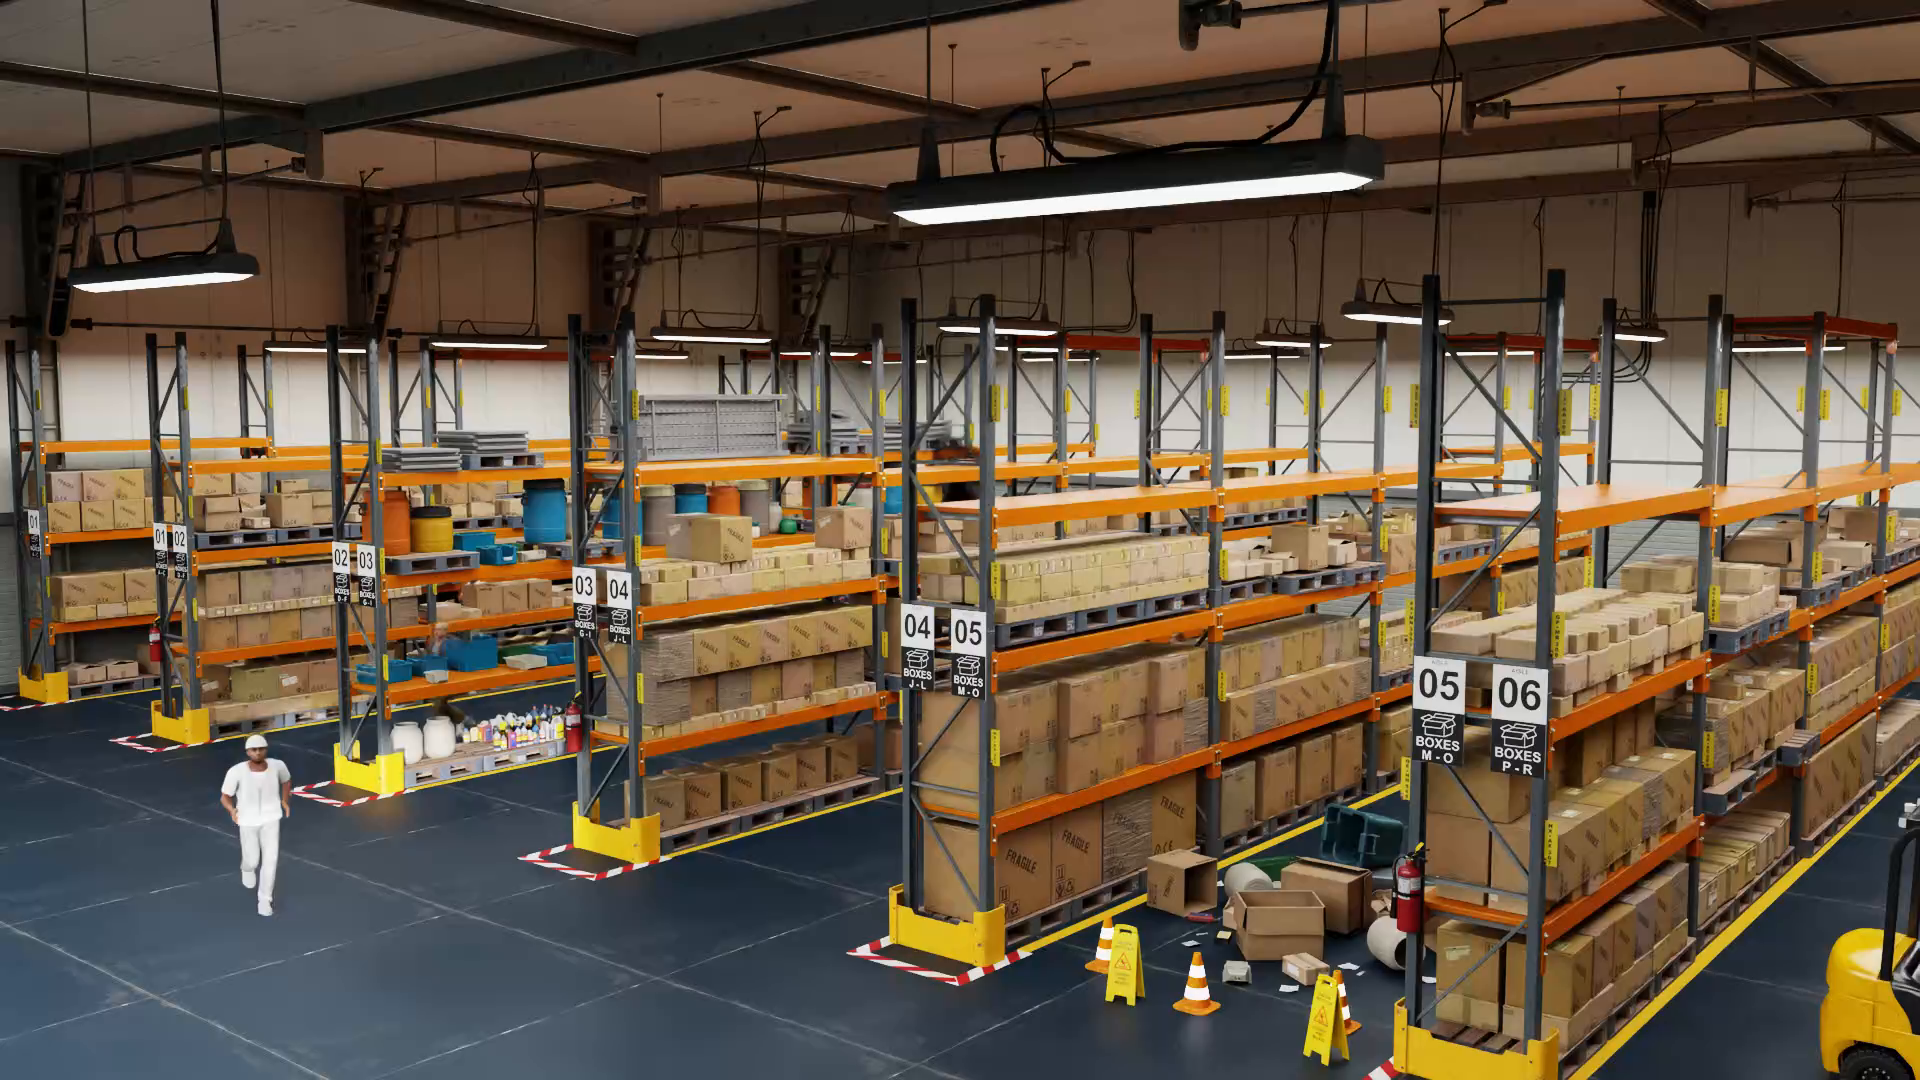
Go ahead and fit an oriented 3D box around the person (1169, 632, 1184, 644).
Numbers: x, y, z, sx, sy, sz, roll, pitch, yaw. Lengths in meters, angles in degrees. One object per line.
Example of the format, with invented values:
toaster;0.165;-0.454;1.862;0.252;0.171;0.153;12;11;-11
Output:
person;2.924;2.029;22.860;0.519;1.594;0.621;3;6;31

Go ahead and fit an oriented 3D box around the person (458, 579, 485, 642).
person;-9.232;1.430;31.673;0.656;1.834;0.875;2;6;25

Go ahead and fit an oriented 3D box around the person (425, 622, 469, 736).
person;-7.537;2.078;24.225;0.708;1.779;1.049;3;6;28

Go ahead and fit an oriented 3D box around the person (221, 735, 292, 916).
person;-7.027;2.803;16.664;0.675;1.740;0.853;-3;6;-29
